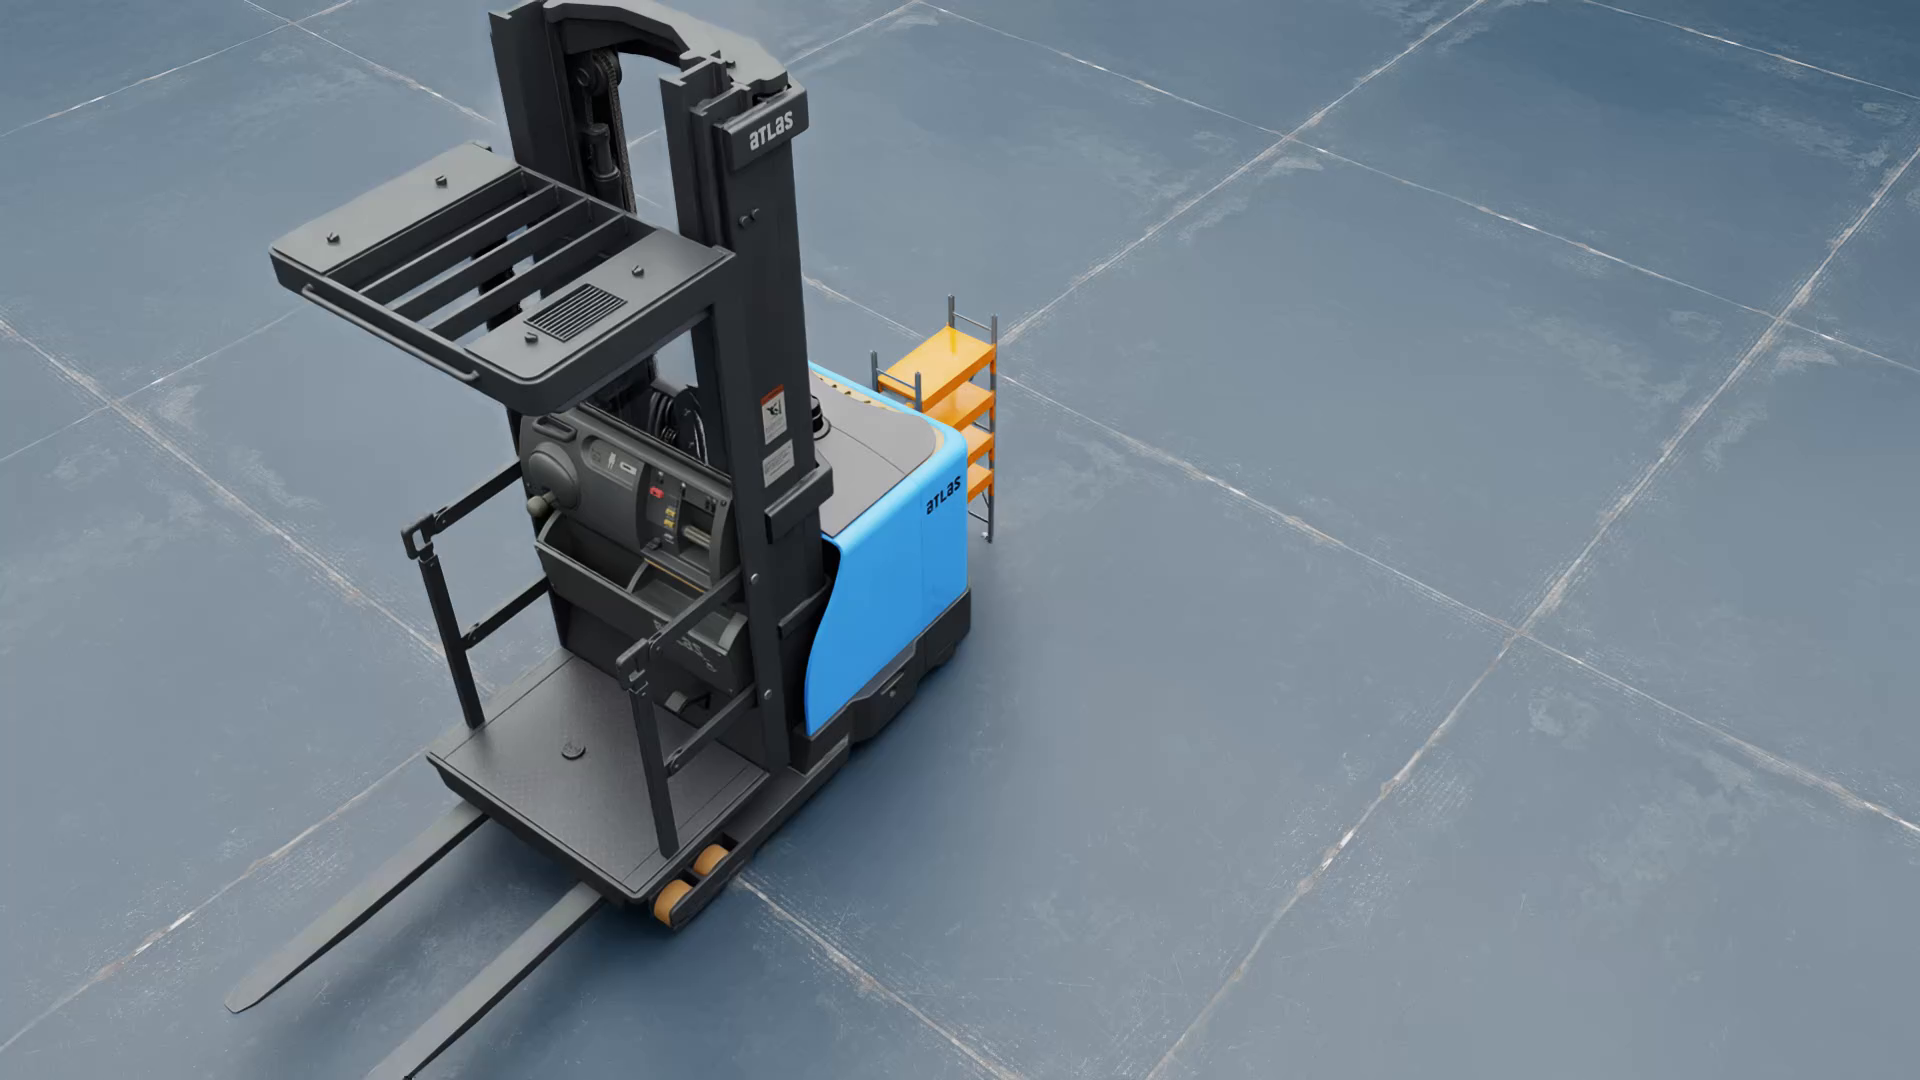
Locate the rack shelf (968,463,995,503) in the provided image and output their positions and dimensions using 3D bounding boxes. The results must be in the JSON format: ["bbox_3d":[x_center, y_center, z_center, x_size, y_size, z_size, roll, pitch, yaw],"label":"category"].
[{"bbox_3d":[-0.098,-0.174,7.127,0.258,0.148,0.480,27,49,27],"label":"rack shelf"}]

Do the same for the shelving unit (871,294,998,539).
[{"bbox_3d":[-0.098,-0.371,6.948,0.258,1.200,0.503,27,49,27],"label":"shelving unit"}]

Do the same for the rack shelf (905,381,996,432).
[{"bbox_3d":[-0.098,-0.487,6.843,0.258,0.148,0.480,27,49,27],"label":"rack shelf"}]

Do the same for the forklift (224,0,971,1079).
[{"bbox_3d":[-1.236,-0.086,5.348,1.130,2.935,3.031,27,49,26],"label":"forklift"}]

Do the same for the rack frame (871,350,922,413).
[{"bbox_3d":[-0.248,-0.241,6.805,0.240,1.200,0.015,27,49,27],"label":"rack frame"}]

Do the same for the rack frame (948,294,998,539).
[{"bbox_3d":[0.051,-0.501,7.091,0.240,1.200,0.015,27,49,27],"label":"rack frame"}]

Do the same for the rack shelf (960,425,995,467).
[{"bbox_3d":[-0.098,-0.321,6.993,0.258,0.148,0.480,27,49,27],"label":"rack shelf"}]

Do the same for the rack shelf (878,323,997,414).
[{"bbox_3d":[-0.098,-0.662,6.684,0.258,0.148,0.480,27,49,27],"label":"rack shelf"}]
